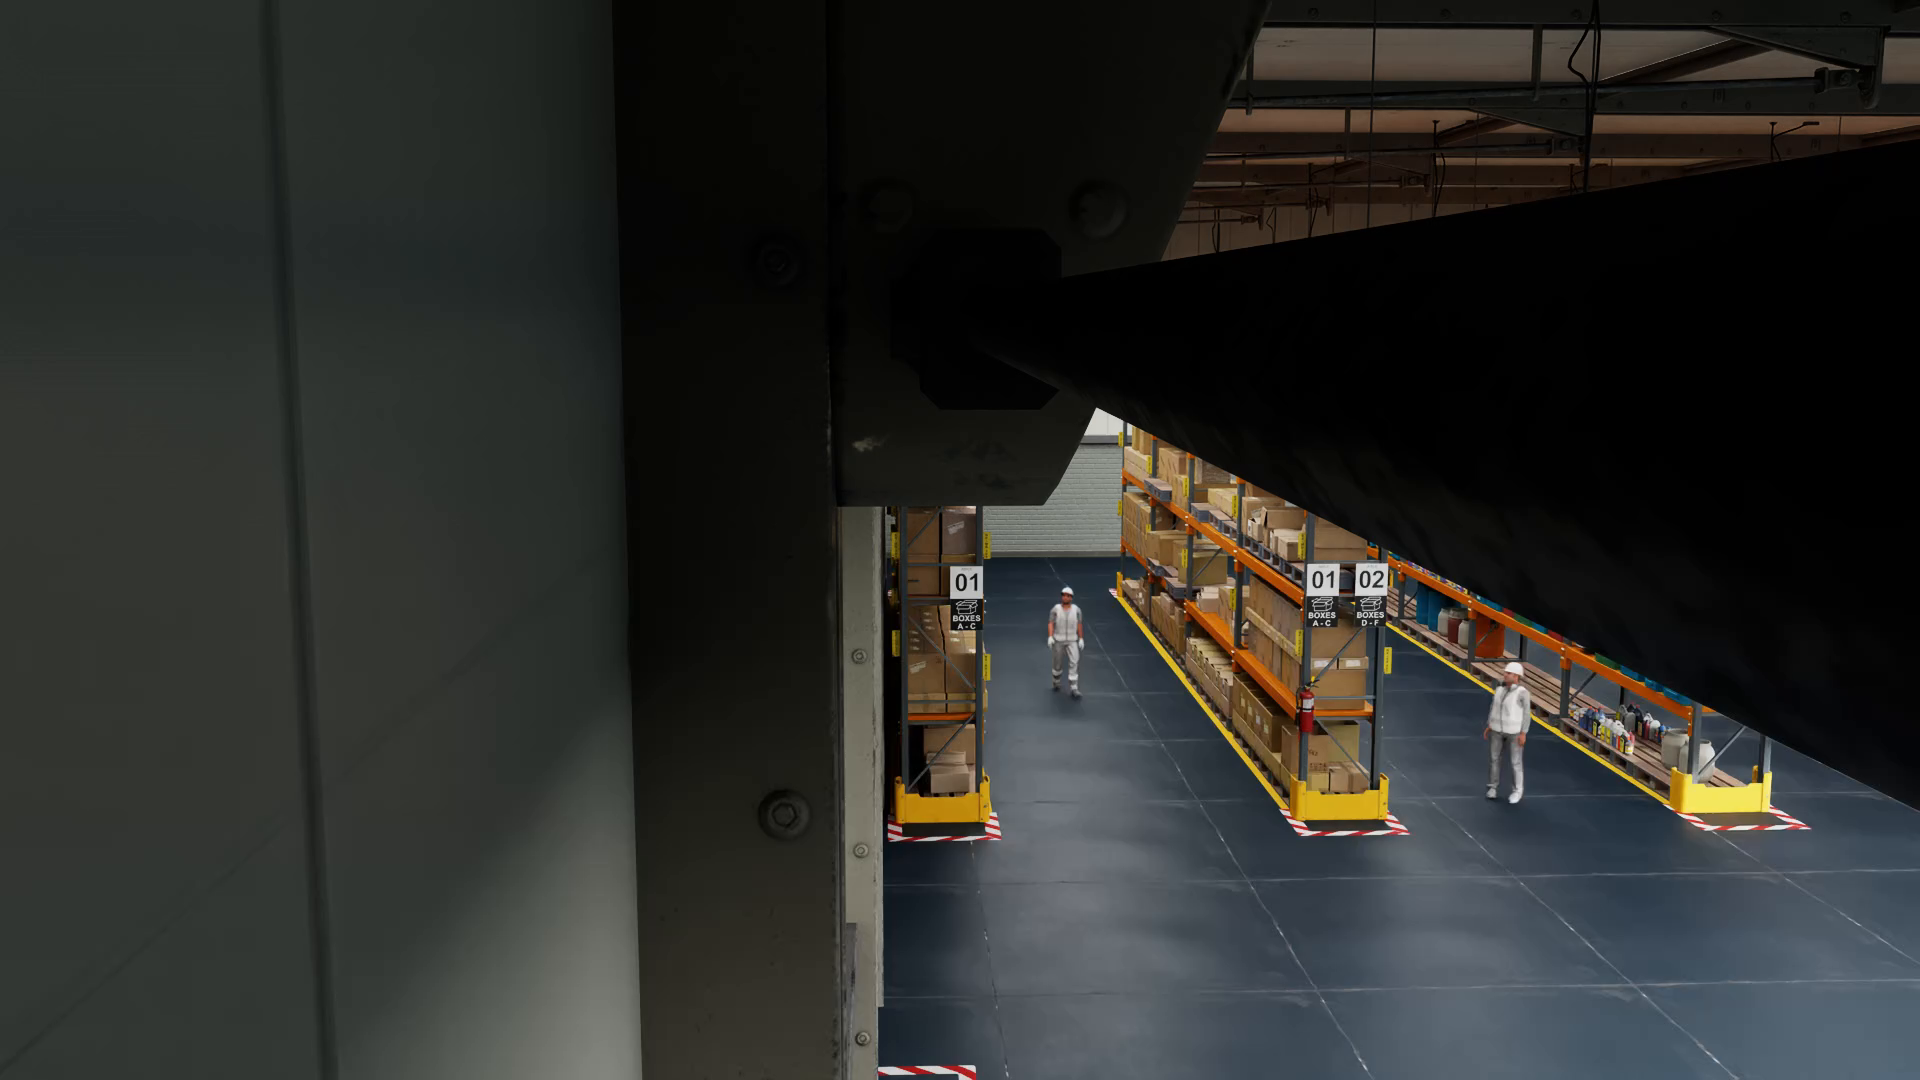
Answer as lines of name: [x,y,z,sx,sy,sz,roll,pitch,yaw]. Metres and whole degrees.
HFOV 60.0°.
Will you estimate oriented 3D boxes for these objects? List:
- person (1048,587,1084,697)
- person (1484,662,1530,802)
person: [1.740,1.655,27.133,0.652,1.729,1.019,-1,8,-8]
person: [7.041,2.451,21.395,0.581,1.776,0.418,6,10,36]
